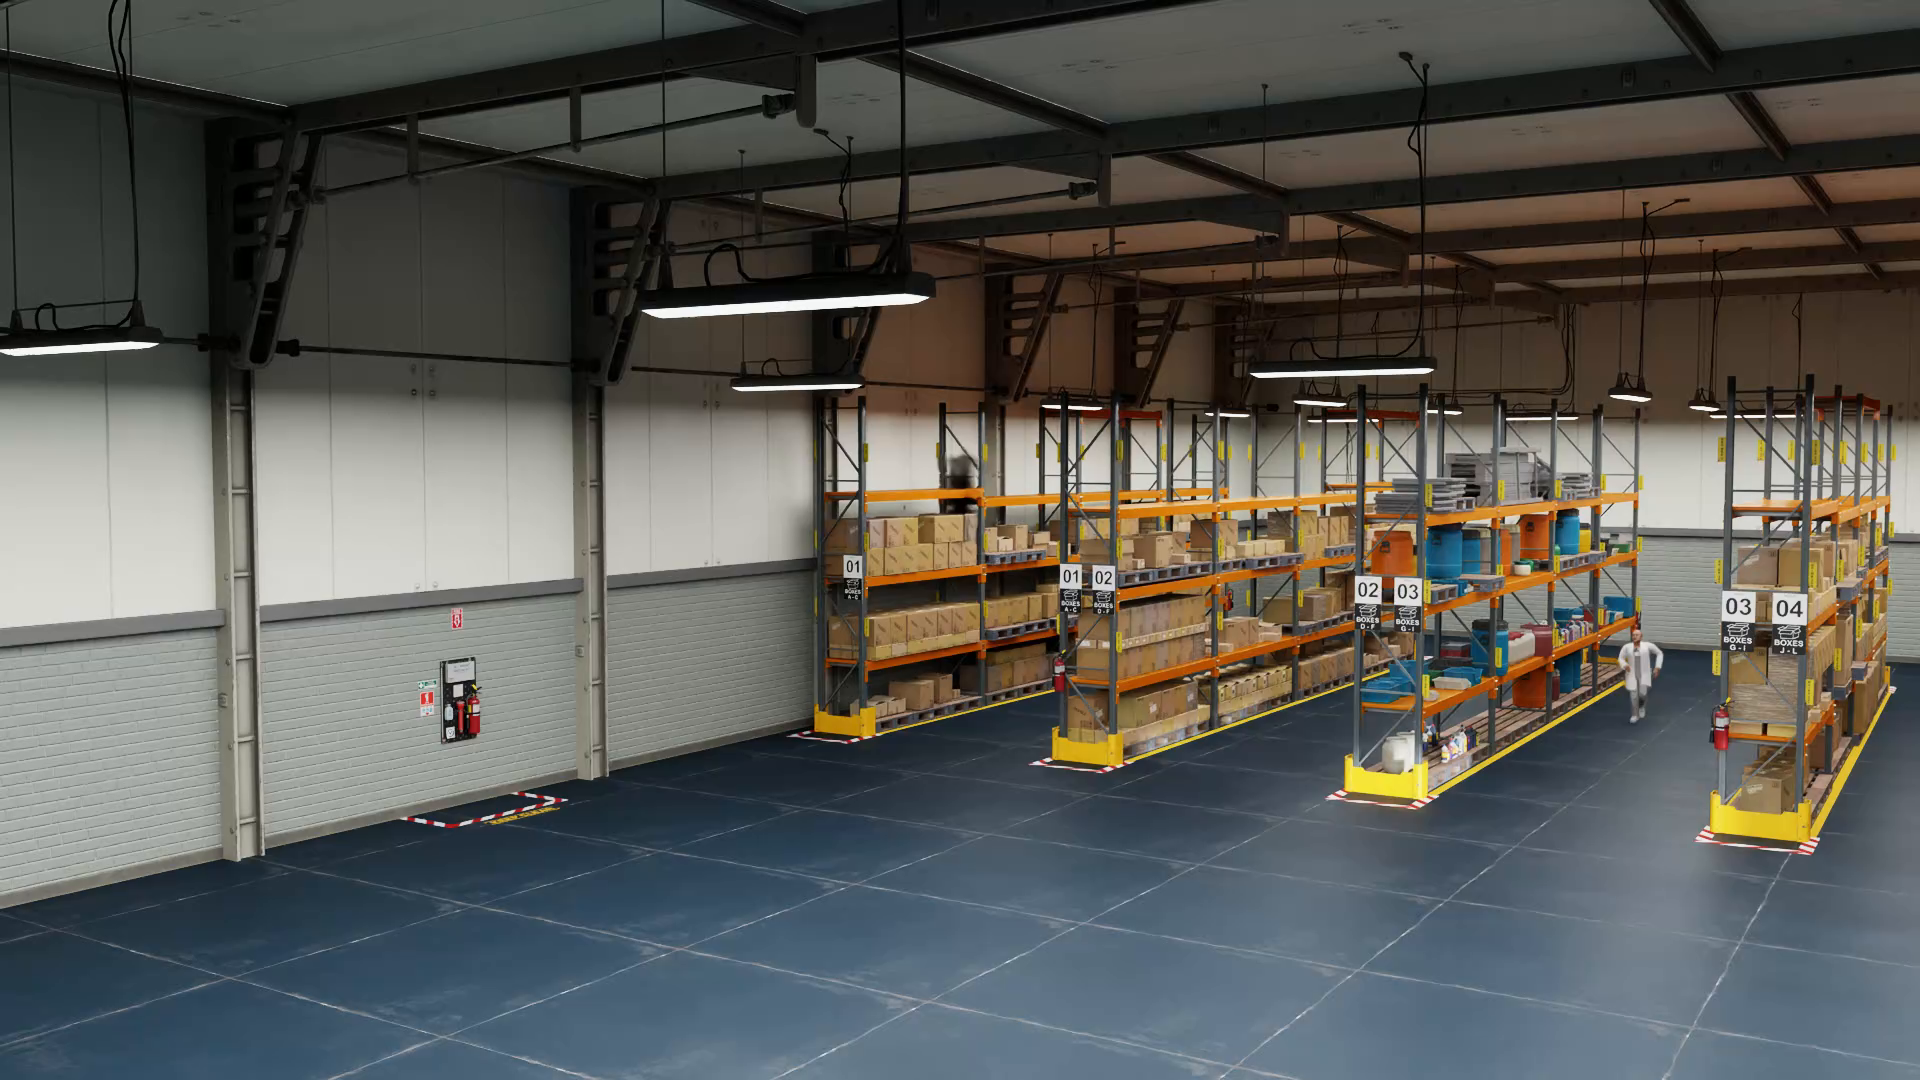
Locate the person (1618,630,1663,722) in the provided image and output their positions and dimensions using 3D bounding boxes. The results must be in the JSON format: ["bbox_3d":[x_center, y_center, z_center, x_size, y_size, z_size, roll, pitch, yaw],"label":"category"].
[{"bbox_3d":[12.531,2.523,30.681,0.752,1.736,0.761,2,3,29],"label":"person"}]
